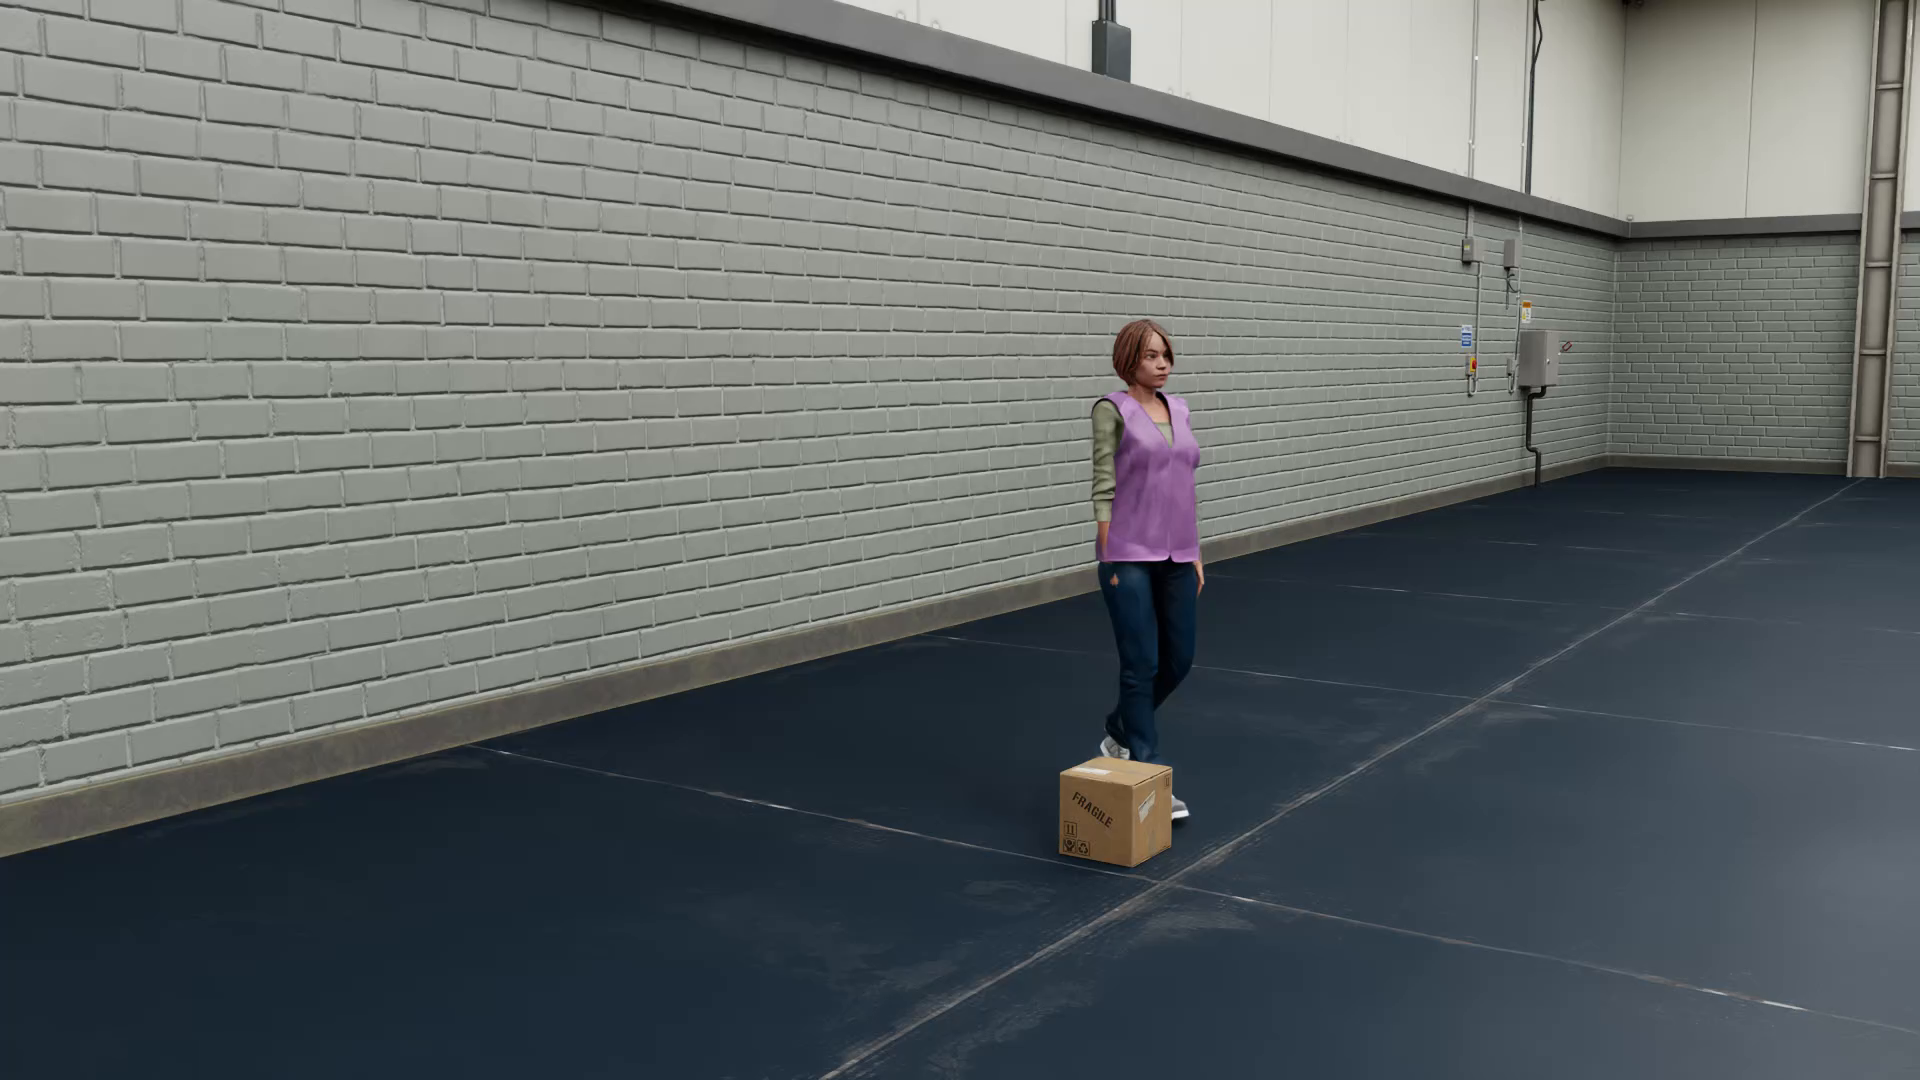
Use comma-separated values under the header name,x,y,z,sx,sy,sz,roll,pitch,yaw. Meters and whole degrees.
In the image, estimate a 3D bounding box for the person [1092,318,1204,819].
name,x,y,z,sx,sy,sz,roll,pitch,yaw
person,0.618,0.075,5.449,0.409,1.590,0.601,-4,8,-30
